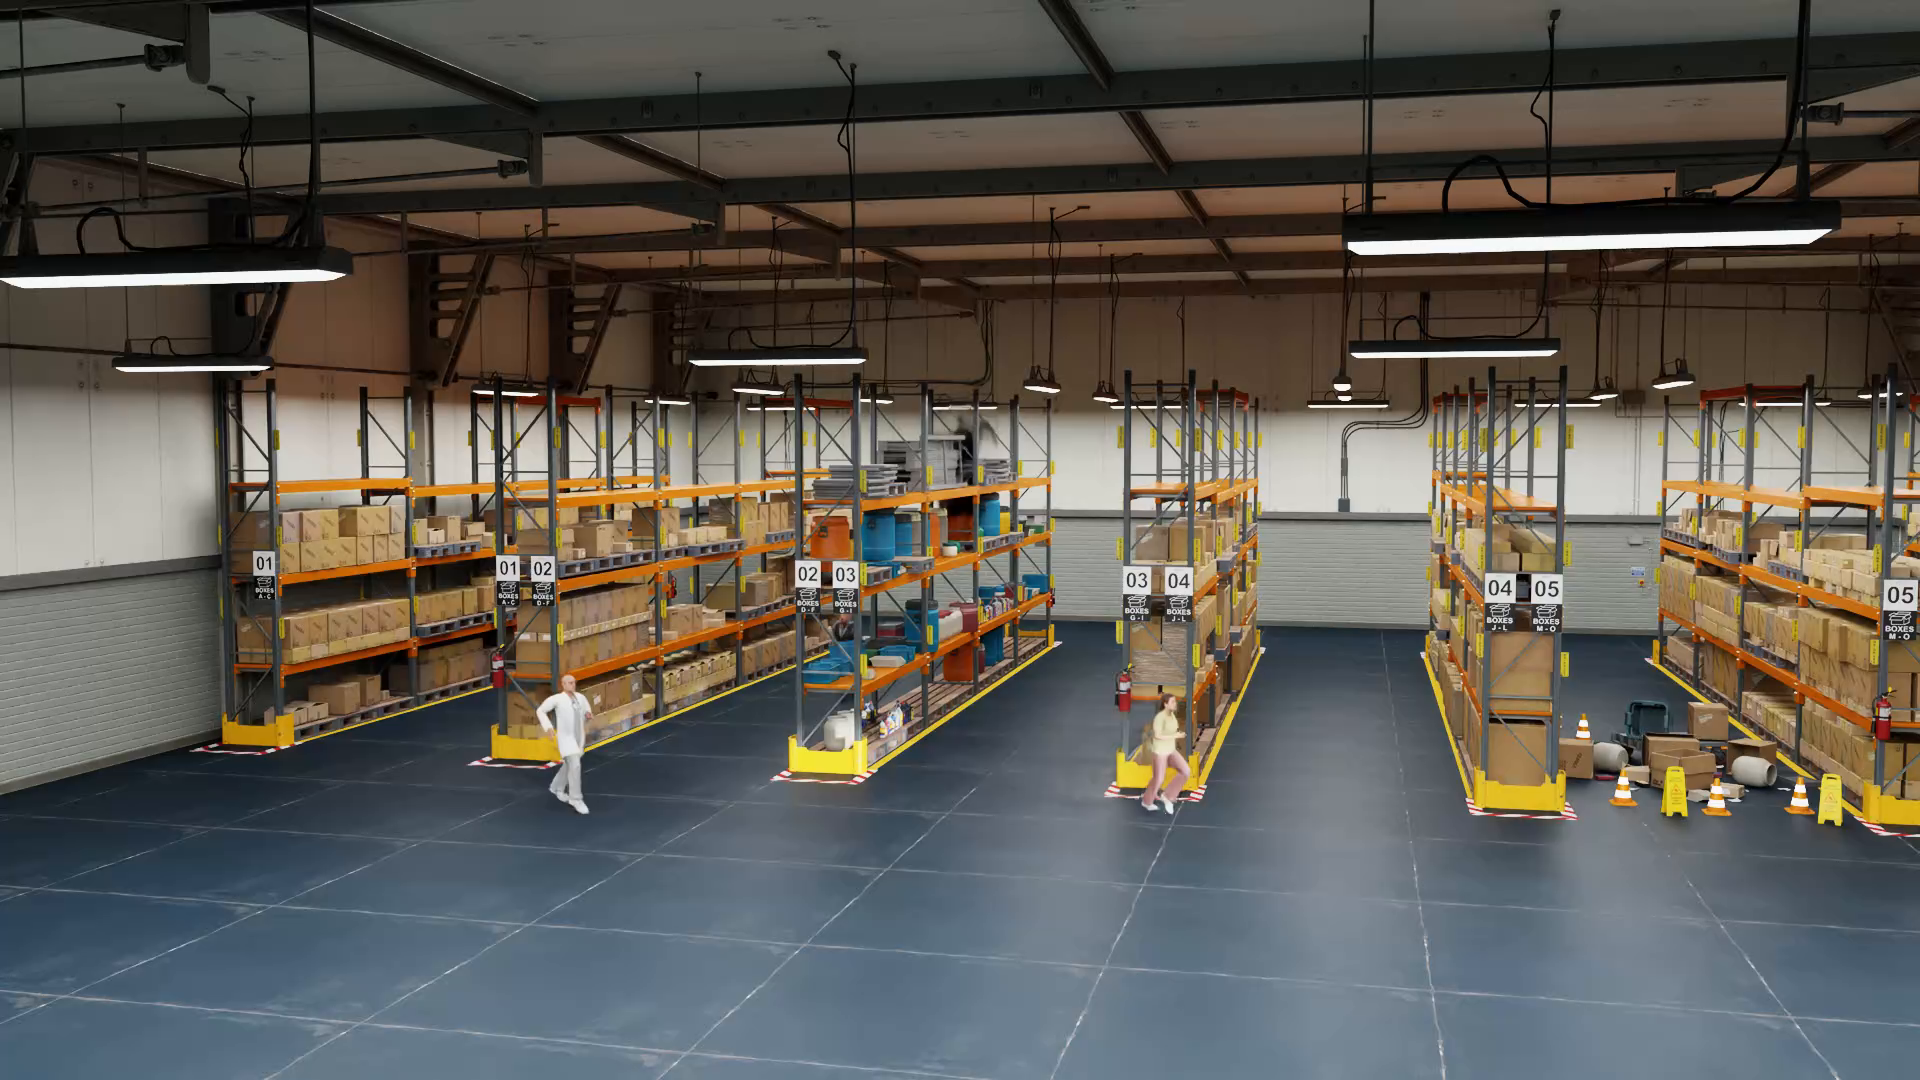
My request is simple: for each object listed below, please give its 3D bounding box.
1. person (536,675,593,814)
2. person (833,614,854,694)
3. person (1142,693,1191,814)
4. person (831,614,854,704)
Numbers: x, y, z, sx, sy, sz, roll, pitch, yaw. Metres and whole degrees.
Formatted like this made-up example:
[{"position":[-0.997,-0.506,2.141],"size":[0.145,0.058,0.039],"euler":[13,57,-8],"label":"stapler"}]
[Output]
[{"position":[-5.316,2.791,22.609],"size":[0.900,1.745,0.681],"euler":[2,4,34],"label":"person"},{"position":[-2.303,2.240,33.132],"size":[0.576,1.636,0.745],"euler":[0,3,6],"label":"person"},{"position":[2.722,2.832,22.133],"size":[0.765,1.629,0.607],"euler":[3,5,41],"label":"person"},{"position":[-2.194,2.227,31.977],"size":[0.678,1.722,1.010],"euler":[1,4,14],"label":"person"}]
